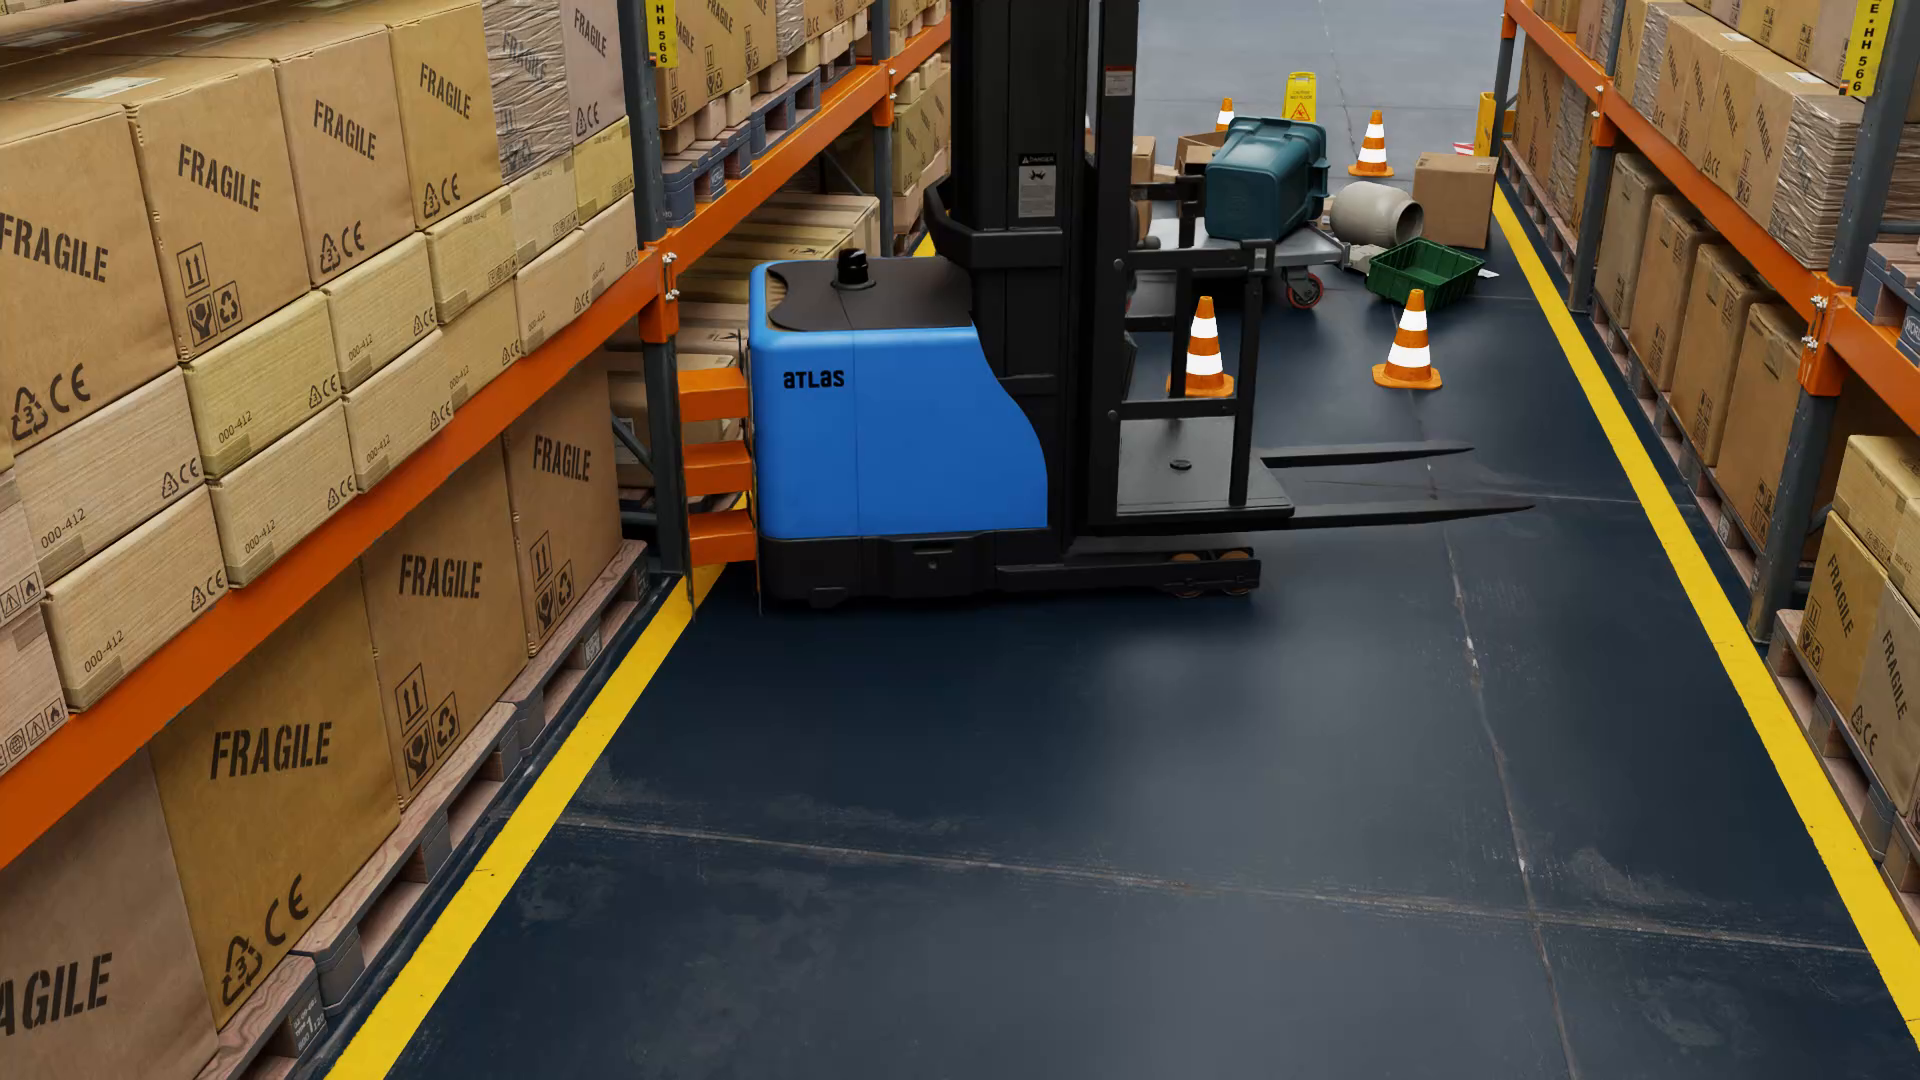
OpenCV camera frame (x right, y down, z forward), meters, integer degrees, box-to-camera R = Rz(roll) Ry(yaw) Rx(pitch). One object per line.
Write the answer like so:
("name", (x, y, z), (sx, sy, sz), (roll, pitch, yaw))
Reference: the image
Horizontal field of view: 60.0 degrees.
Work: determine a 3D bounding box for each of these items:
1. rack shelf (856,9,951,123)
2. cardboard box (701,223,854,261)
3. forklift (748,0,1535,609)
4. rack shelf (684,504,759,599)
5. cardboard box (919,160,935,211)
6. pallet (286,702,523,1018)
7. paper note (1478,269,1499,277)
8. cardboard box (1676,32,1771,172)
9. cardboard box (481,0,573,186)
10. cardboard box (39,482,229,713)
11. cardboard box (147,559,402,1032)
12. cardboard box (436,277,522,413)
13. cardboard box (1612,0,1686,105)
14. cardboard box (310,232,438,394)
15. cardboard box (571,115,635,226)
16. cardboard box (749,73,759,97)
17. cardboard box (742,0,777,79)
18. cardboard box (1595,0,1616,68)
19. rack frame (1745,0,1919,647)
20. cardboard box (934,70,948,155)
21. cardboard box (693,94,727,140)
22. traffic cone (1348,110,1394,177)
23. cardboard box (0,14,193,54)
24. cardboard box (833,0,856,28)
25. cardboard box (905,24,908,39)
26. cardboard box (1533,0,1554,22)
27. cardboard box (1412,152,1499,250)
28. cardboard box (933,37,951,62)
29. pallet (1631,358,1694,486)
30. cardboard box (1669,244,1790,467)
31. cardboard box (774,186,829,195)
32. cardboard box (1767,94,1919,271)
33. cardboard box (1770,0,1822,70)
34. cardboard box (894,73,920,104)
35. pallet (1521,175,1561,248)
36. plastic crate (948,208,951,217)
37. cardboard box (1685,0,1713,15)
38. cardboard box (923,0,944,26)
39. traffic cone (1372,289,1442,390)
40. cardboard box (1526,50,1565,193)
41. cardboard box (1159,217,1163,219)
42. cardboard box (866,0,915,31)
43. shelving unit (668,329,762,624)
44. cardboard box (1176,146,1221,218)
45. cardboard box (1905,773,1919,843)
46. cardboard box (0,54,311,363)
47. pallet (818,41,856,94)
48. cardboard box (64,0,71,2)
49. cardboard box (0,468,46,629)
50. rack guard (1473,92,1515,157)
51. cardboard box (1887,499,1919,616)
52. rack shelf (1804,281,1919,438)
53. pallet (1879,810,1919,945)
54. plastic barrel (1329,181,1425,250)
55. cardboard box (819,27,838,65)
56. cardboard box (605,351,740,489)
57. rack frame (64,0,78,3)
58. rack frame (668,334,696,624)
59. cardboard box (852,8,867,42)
("rack shelf", (-0.576, -3.457, 11.447), (1.077, 0.370, 4.000), (4, 25, 9))
("cardboard box", (-1.100, -1.426, 8.863), (0.950, 0.372, 0.625), (6, 26, 12))
("forklift", (0.713, -1.329, 6.131), (3.031, 2.935, 1.130), (-3, 25, -6))
("rack shelf", (-0.877, 0.039, 6.098), (0.240, 0.259, 0.215), (-6, 28, -13))
("cardboard box", (-0.464, -2.344, 10.967), (0.500, 0.250, 0.500), (5, 26, 11))
("pallet", (-1.961, 0.822, 4.744), (1.003, 0.211, 1.213), (4, 25, 9))
("paper note", (3.214, -1.646, 10.229), (0.147, 0.020, 0.142), (-14, 29, -27))
("cardboard box", (3.397, -1.858, 7.062), (0.500, 0.500, 0.500), (4, 25, 9))
("cardboard box", (-1.459, -1.322, 4.740), (0.500, 0.500, 0.500), (4, 25, 9))
("cardboard box", (-1.795, 0.085, 3.208), (0.500, 0.250, 0.500), (3, 25, 7))
("cardboard box", (-2.048, 0.528, 4.095), (0.875, 0.875, 0.875), (5, 26, 10))
("cardboard box", (-1.549, -0.552, 4.568), (0.500, 0.250, 0.500), (4, 25, 8))
("cardboard box", (3.646, -2.490, 8.414), (0.500, 0.500, 0.500), (4, 25, 9))
("cardboard box", (-1.613, -0.565, 4.005), (0.500, 0.250, 0.500), (3, 25, 7))
("cardboard box", (-1.385, -1.212, 5.389), (0.500, 0.250, 0.500), (4, 25, 8))
("cardboard box", (-1.115, -2.041, 7.373), (0.380, 0.149, 0.250), (5, 26, 11))
("cardboard box", (-1.096, -2.257, 7.070), (0.500, 0.500, 0.500), (4, 25, 9))
("cardboard box", (4.046, -2.869, 9.164), (0.875, 0.550, 0.550), (4, 25, 9))
("rack frame", (3.344, -0.973, 5.291), (1.000, 3.000, 0.127), (4, 25, 9))
("cardboard box", (-0.378, -2.901, 11.272), (0.500, 0.500, 0.500), (5, 26, 11))
("cardboard box", (-1.150, -1.700, 6.646), (0.380, 0.149, 0.250), (2, 25, 5))
("traffic cone", (3.163, -3.046, 12.712), (0.336, 0.463, 0.334), (4, 25, 9))
("cardboard box", (-2.136, -0.948, 3.941), (0.500, 0.500, 0.500), (4, 25, 9))
("cardboard box", (-0.832, -2.900, 8.444), (0.500, 0.500, 0.500), (4, 25, 9))
("cardboard box", (-0.531, -3.165, 10.270), (0.380, 0.149, 0.250), (4, 25, 8))
("cardboard box", (4.351, -3.772, 11.092), (0.875, 0.550, 0.550), (4, 25, 9))
("cardboard box", (3.238, -2.235, 10.933), (0.500, 0.500, 0.500), (8, 26, 18))
("cardboard box", (-0.205, -3.472, 11.727), (0.380, 0.149, 0.250), (5, 26, 11))
("pallet", (3.748, -0.543, 7.662), (1.003, 0.211, 1.213), (4, 25, 9))
("cardboard box", (3.671, -0.759, 6.991), (1.050, 0.750, 0.750), (4, 25, 9))
("cardboard box", (-1.071, -2.158, 10.569), (0.500, 0.250, 0.500), (5, 26, 11))
("cardboard box", (3.152, -1.225, 5.712), (0.500, 0.500, 0.500), (4, 25, 9))
("cardboard box", (3.590, -2.085, 6.368), (0.700, 0.500, 0.500), (4, 25, 8))
("cardboard box", (-0.460, -2.801, 10.295), (0.380, 0.149, 0.250), (4, 25, 9))
("pallet", (4.396, -2.207, 11.217), (1.003, 0.211, 1.213), (4, 25, 9))
("plastic crate", (0.163, -2.224, 11.408), (0.402, 0.080, 0.583), (-5, 25, -10))
("cardboard box", (3.840, -2.721, 7.727), (0.700, 0.500, 0.500), (4, 25, 8))
("cardboard box", (-0.317, -3.477, 10.936), (0.380, 0.149, 0.250), (4, 25, 9))
("traffic cone", (2.288, -1.041, 8.428), (0.336, 0.463, 0.334), (4, 25, 9))
("cardboard box", (4.464, -2.891, 11.398), (0.875, 0.875, 0.875), (4, 25, 8))
("cardboard box", (1.348, -1.901, 10.497), (0.258, 0.266, 0.396), (-14, 29, -27))
("cardboard box", (-0.556, -3.292, 9.775), (0.500, 0.500, 0.500), (4, 25, 8))
("shelving unit", (-0.875, -0.218, 5.967), (0.252, 1.050, 0.215), (-6, 28, -13))
("cardboard box", (1.817, -2.249, 10.801), (0.797, 0.637, 0.503), (4, 25, 9))
("cardboard box", (2.818, 0.672, 4.228), (0.500, 0.500, 0.500), (3, 25, 7))
("cardboard box", (-1.714, -0.687, 3.383), (0.500, 0.500, 0.500), (3, 25, 7))
("pallet", (-1.171, -2.550, 8.887), (1.003, 0.211, 1.213), (4, 25, 9))
("cardboard box", (-5.470, -3.502, 10.575), (0.500, 0.500, 0.500), (3, 25, 7))
("cardboard box", (-1.860, 0.076, 2.636), (0.500, 0.250, 0.500), (3, 25, 7))
("rack guard", (4.655, -3.197, 12.990), (1.175, 0.500, 0.348), (4, 25, 9))
("cardboard box", (2.909, 0.113, 4.539), (0.500, 0.250, 0.500), (4, 25, 8))
("rack shelf", (3.017, 0.189, 3.656), (1.077, 0.370, 4.000), (4, 25, 9))
("pallet", (3.013, 1.125, 4.097), (1.003, 0.211, 1.213), (4, 25, 9))
("plastic barrel", (2.669, -2.060, 10.652), (0.421, 0.421, 0.512), (-20, 32, -36))
("cardboard box", (-0.820, -2.463, 8.274), (0.380, 0.149, 0.250), (4, 25, 9))
("cardboard box", (-1.454, -0.510, 6.905), (0.950, 0.372, 0.625), (2, 25, 5))
("rack frame", (-5.800, -3.289, 10.239), (1.000, 3.000, 0.127), (4, 25, 9))
("rack frame", (-0.993, -0.204, 5.939), (0.008, 1.050, 0.200), (-6, 28, -13))
("cardboard box", (-0.715, -2.789, 8.971), (0.380, 0.149, 0.250), (4, 25, 9))
